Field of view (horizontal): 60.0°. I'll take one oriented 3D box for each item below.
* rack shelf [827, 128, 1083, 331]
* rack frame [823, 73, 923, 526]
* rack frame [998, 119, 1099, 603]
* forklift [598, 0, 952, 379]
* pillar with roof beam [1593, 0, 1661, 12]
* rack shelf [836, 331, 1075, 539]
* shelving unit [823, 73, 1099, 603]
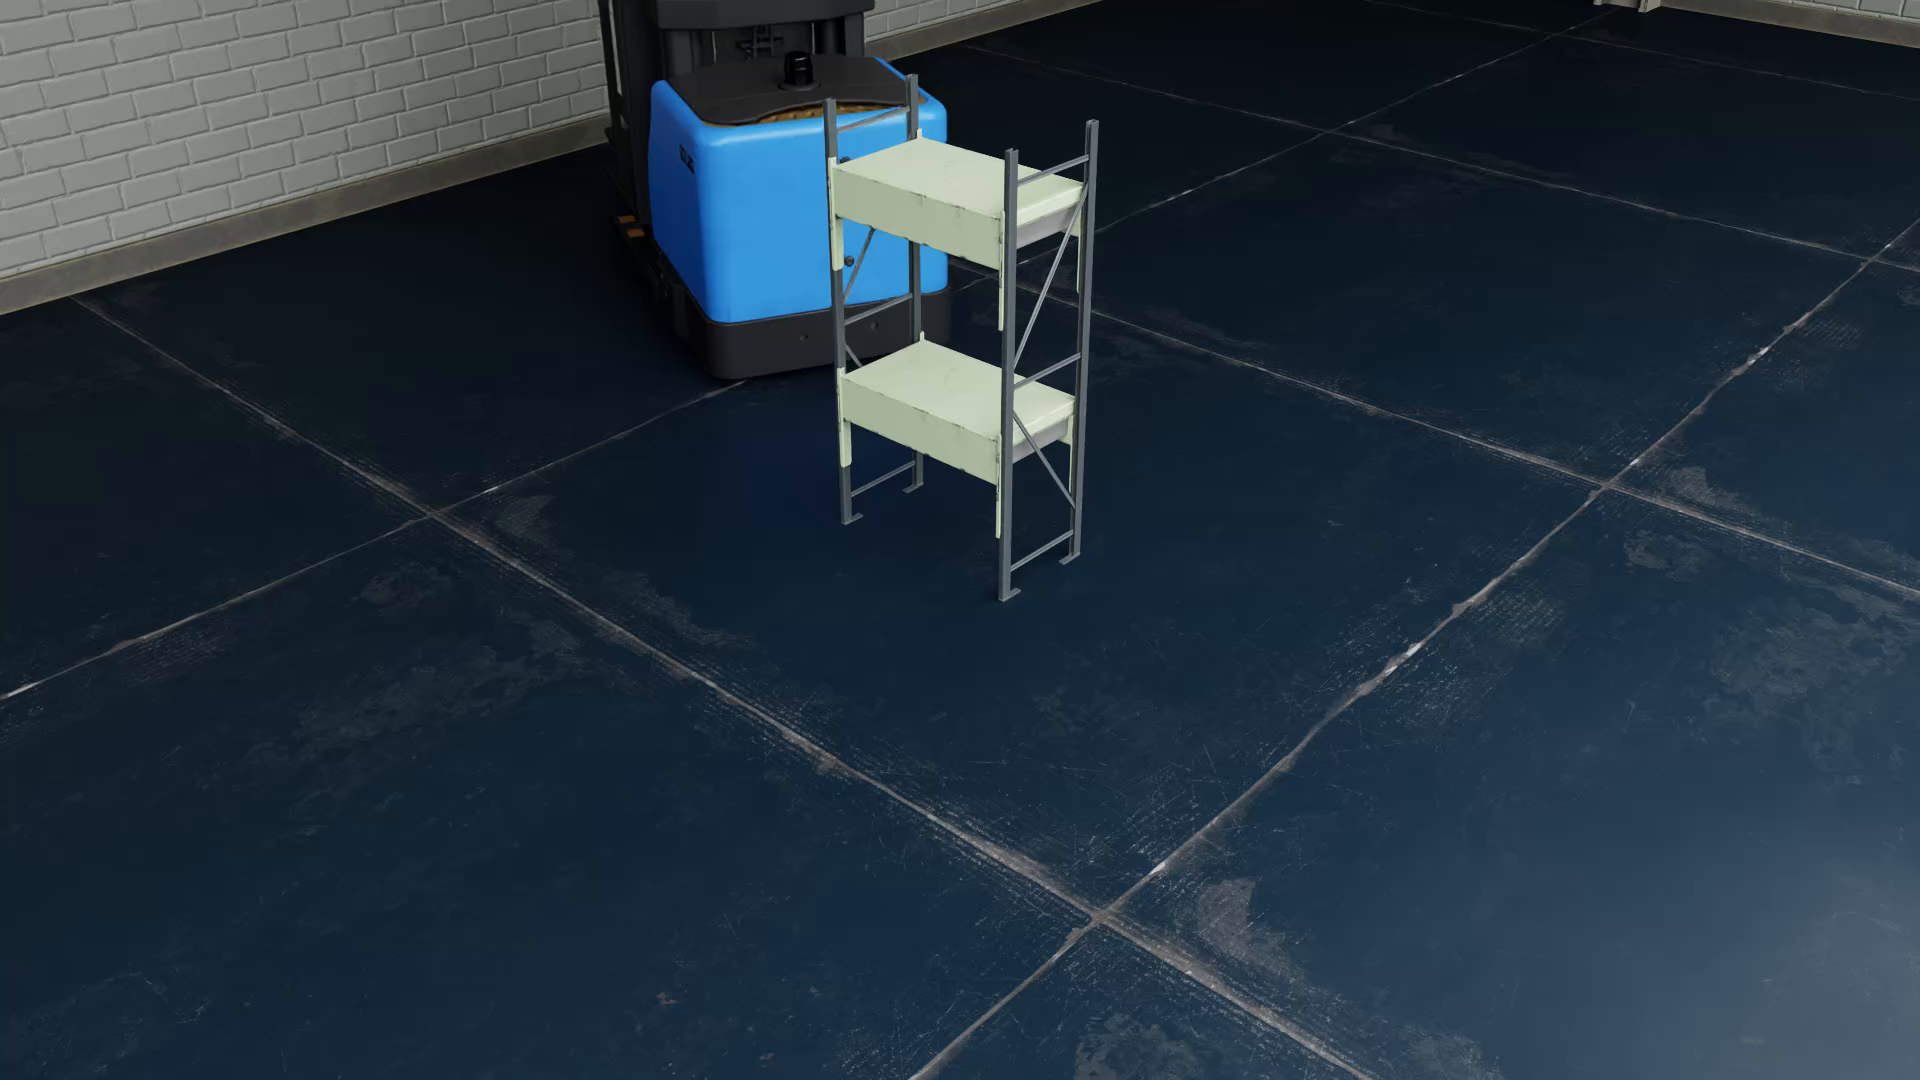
[{"bbox_3d":[-0.005,-0.979,5.166,0.720,0.370,0.431,25,39,35],"label":"rack shelf"},{"bbox_3d":[-0.276,-0.772,5.577,0.023,1.500,0.400,25,39,35],"label":"rack frame"},{"bbox_3d":[0.266,-0.518,5.157,0.023,1.500,0.400,25,39,35],"label":"rack frame"},{"bbox_3d":[-1.053,-2.648,7.306,1.130,2.935,3.031,-12,33,-19],"label":"forklift"},{"bbox_3d":[2.071,-6.192,7.310,0.400,9.000,9.100,25,39,35],"label":"pillar with roof beam"},{"bbox_3d":[-0.005,-0.366,5.535,0.720,0.370,0.431,25,39,35],"label":"rack shelf"},{"bbox_3d":[-0.005,-0.645,5.367,0.755,1.500,0.431,25,39,35],"label":"shelving unit"}]
